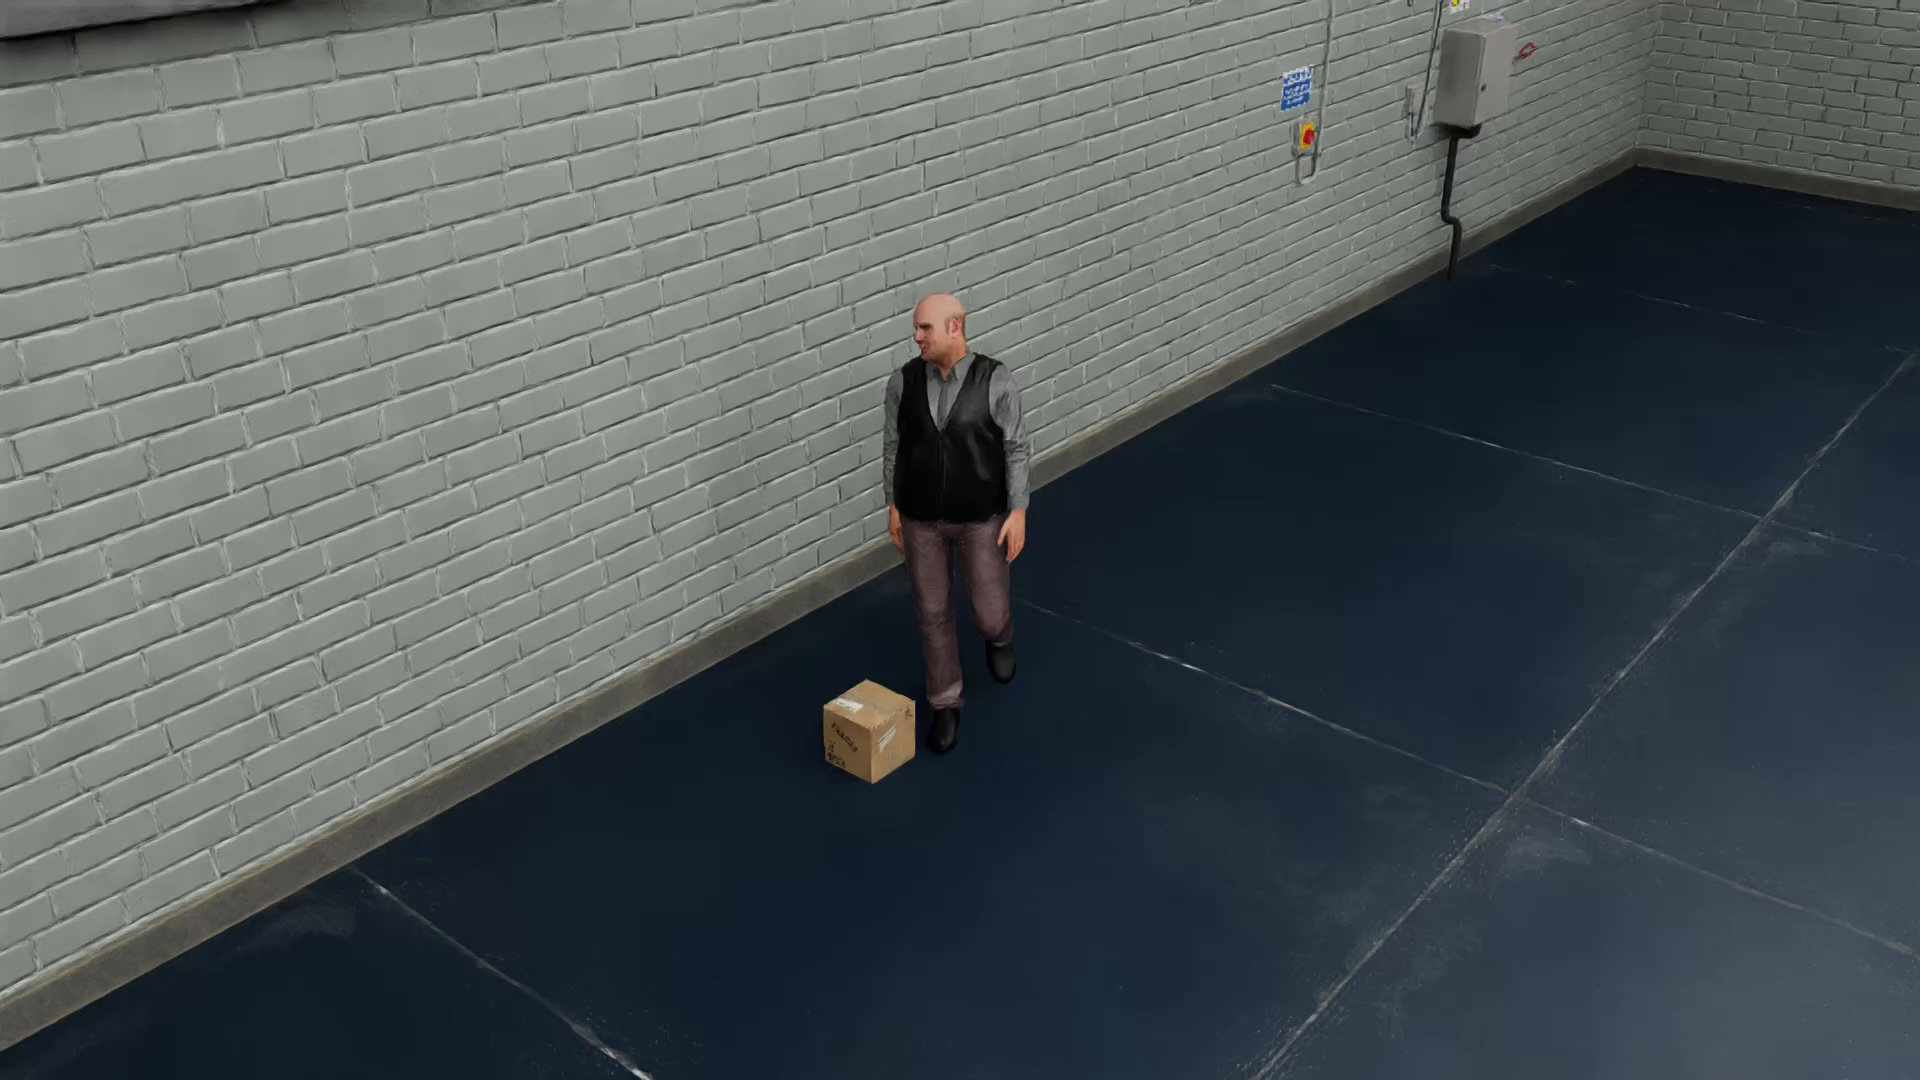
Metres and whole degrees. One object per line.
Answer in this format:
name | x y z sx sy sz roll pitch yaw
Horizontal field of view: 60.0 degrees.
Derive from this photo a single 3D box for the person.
person | -0.026 -0.079 6.310 0.580 1.703 0.677 5 28 11
